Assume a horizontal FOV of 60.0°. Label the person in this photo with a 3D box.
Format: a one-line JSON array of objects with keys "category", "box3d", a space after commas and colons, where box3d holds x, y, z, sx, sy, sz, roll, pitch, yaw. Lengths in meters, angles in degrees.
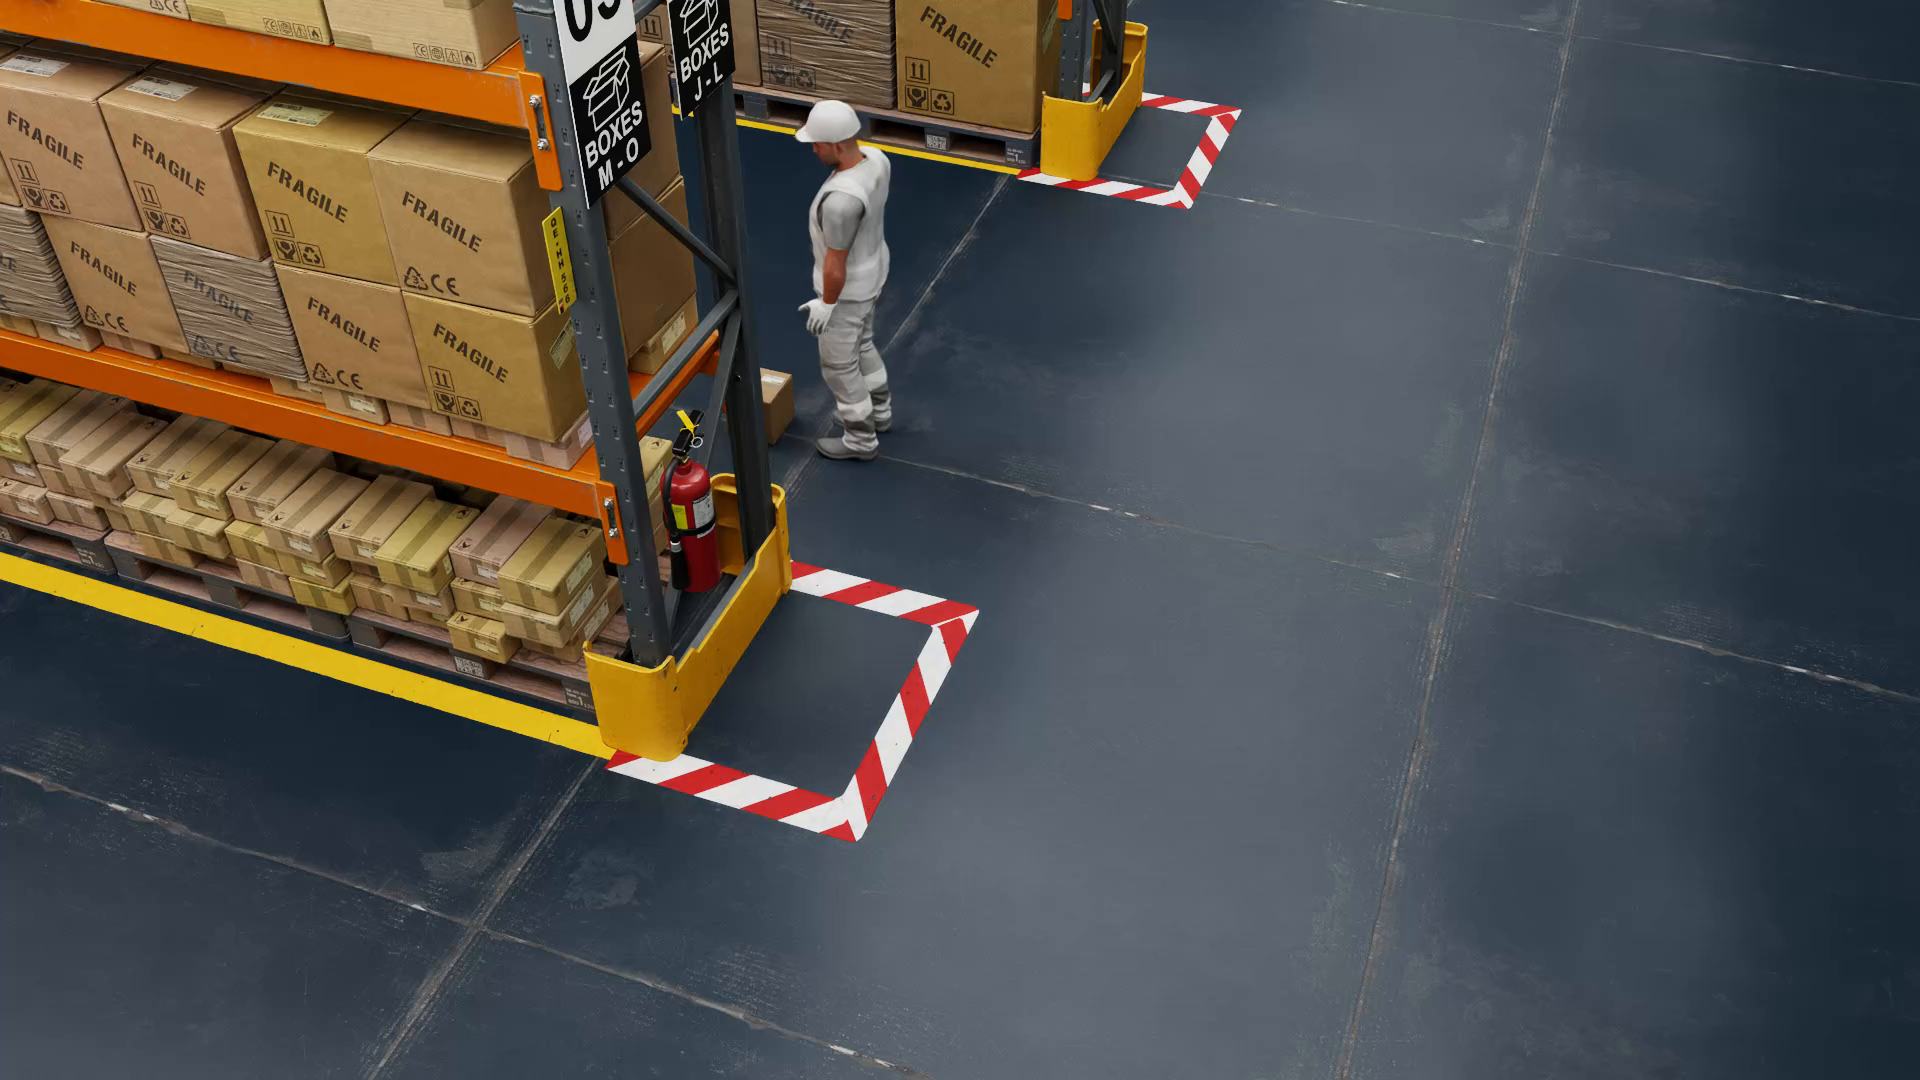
[{"category": "person", "box3d": [-0.506, -1.141, 7.459, 0.364, 1.778, 0.528, 10, 42, 11]}]
